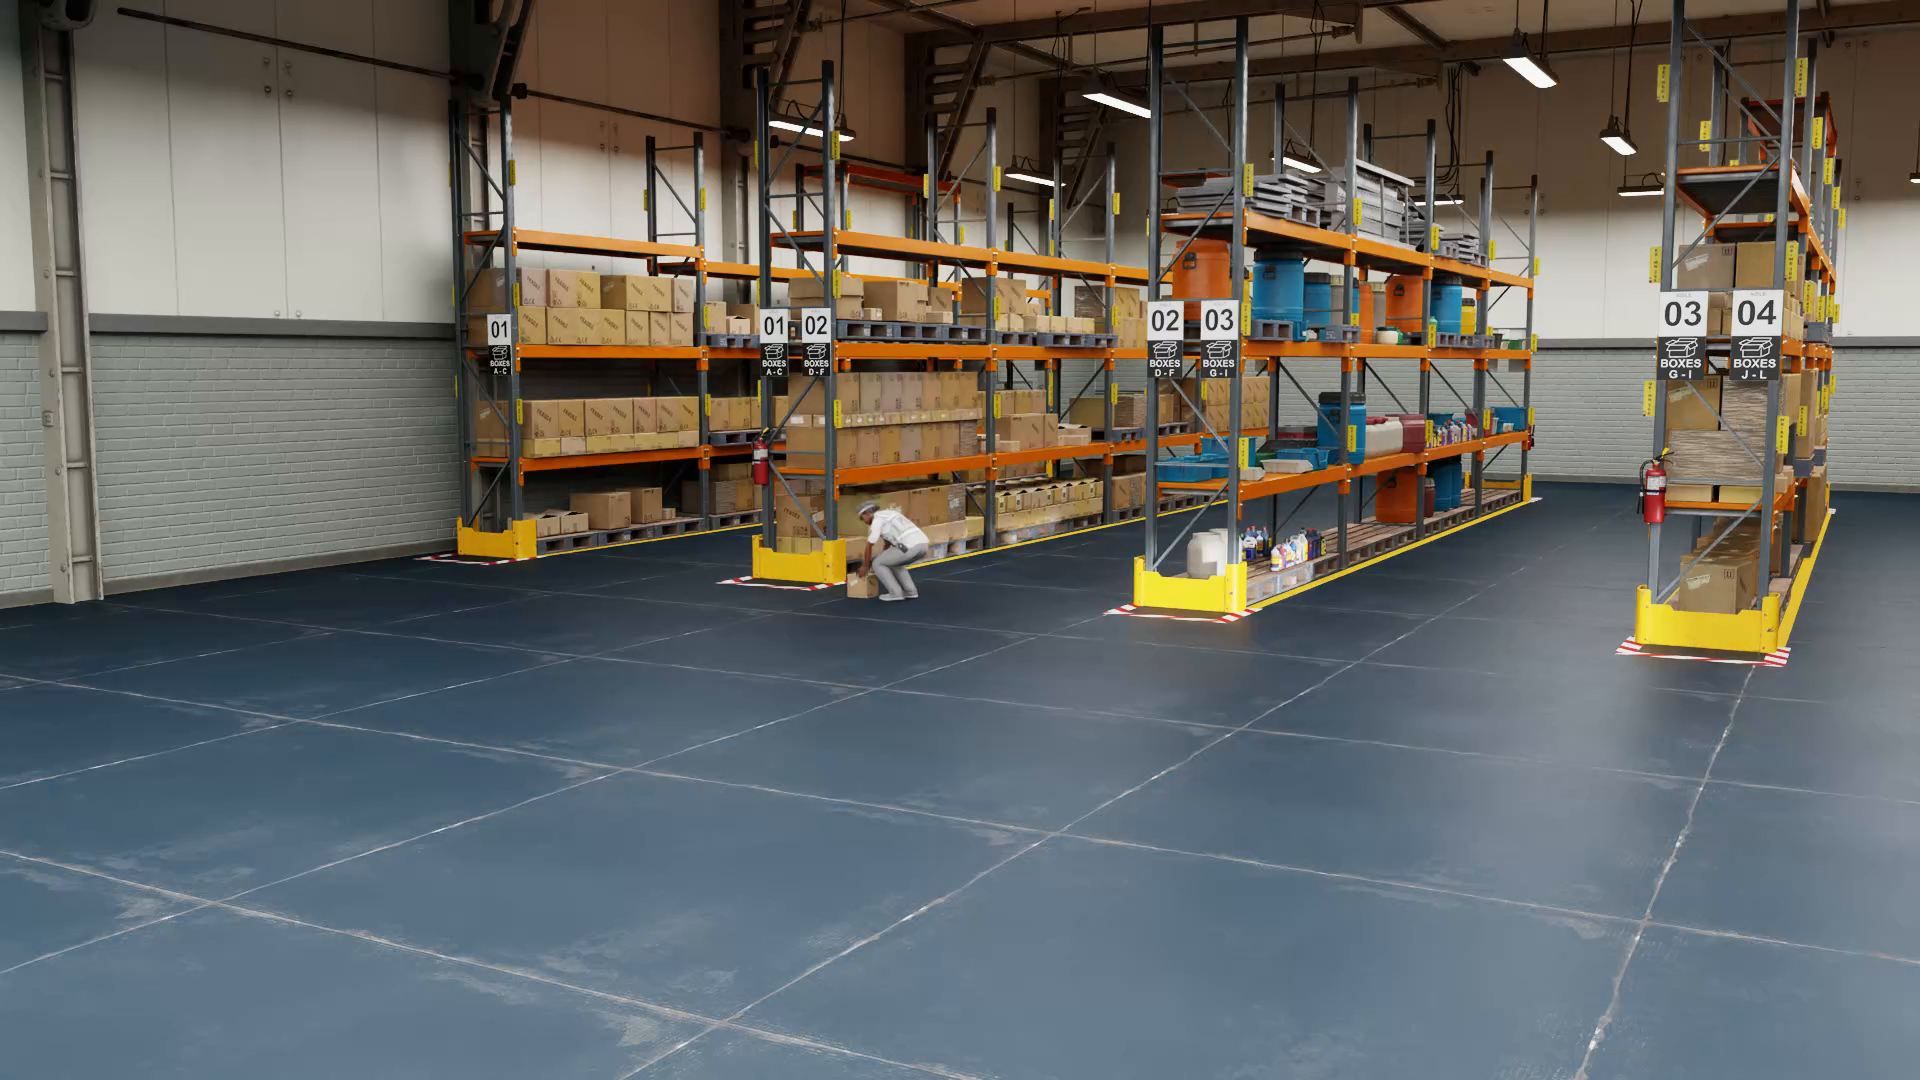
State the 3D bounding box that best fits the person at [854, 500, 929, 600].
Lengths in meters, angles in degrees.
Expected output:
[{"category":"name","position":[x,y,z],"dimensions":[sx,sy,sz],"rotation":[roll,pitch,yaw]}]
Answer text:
[{"category":"person","position":[-0.758,0.144,18.117],"dimensions":[0.834,1.015,0.495],"rotation":[3,7,28]}]
